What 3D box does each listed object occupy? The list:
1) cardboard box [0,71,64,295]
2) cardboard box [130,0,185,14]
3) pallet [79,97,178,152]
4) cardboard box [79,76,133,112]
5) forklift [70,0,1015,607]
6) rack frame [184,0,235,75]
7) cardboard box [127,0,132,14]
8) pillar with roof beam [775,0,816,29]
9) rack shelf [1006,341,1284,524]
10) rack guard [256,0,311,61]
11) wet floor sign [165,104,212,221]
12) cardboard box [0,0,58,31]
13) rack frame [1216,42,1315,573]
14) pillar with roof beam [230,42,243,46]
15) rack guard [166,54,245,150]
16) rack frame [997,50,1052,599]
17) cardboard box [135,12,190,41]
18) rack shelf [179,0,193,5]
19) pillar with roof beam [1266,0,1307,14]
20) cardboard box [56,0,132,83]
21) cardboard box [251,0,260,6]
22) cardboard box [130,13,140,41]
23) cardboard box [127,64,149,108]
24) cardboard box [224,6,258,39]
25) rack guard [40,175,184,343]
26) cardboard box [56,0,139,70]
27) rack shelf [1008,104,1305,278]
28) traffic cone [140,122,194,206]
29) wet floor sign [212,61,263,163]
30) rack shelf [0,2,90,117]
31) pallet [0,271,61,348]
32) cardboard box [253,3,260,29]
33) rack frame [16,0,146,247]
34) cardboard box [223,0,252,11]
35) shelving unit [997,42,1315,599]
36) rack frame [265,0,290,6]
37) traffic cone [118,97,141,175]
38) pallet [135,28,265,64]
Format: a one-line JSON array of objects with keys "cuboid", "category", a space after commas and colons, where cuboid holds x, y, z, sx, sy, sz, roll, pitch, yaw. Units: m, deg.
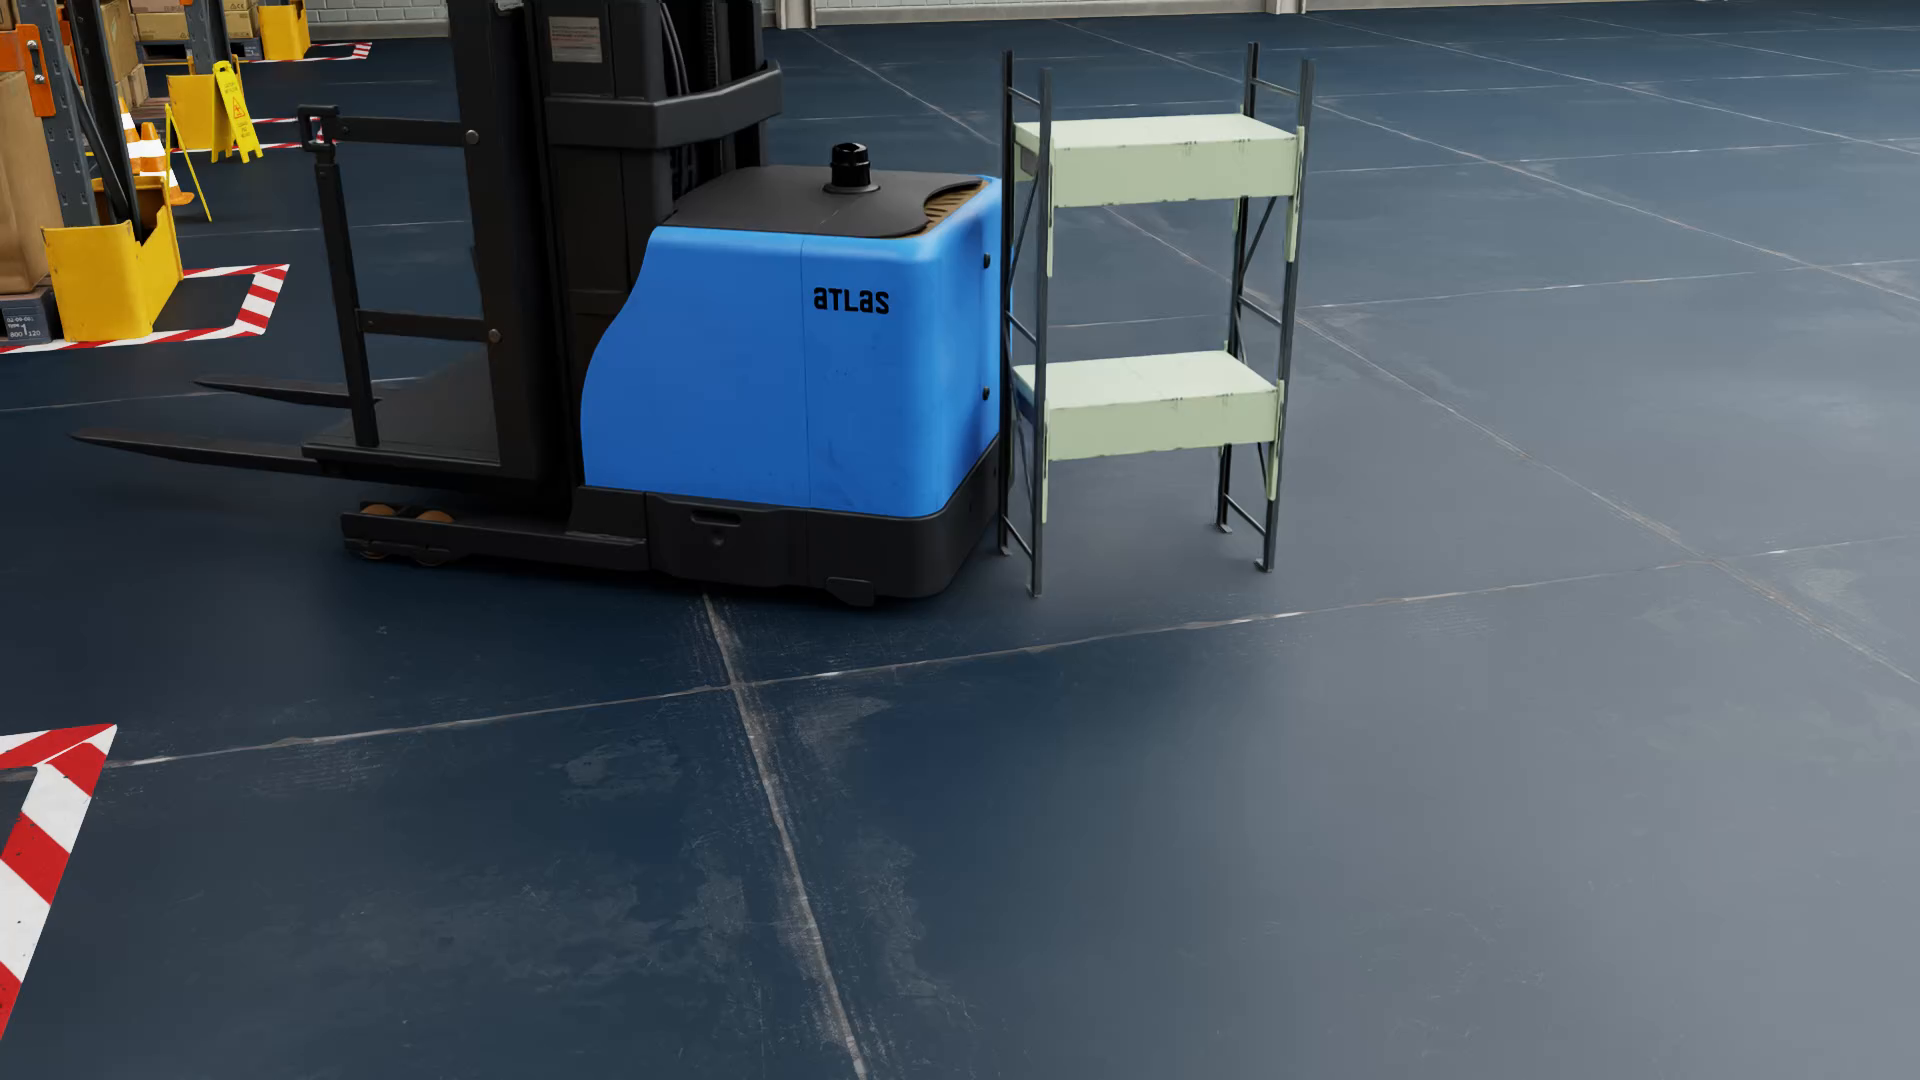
[{"cuboid": [-4.559, -1.589, 7.310, 0.875, 0.875, 0.875, -6, 24, -14], "category": "cardboard box"}, {"cuboid": [-7.573, -5.161, 15.795, 0.500, 0.250, 0.500, -7, 24, -15], "category": "cardboard box"}, {"cuboid": [-6.223, -2.975, 11.916, 1.213, 0.211, 1.003, -6, 24, -14], "category": "pallet"}, {"cuboid": [-6.087, -3.076, 11.570, 0.500, 0.250, 0.500, -6, 24, -15], "category": "cardboard box"}, {"cuboid": [-1.394, -1.460, 4.936, 3.031, 2.935, 1.130, 6, 24, 14], "category": "forklift"}, {"cuboid": [-5.358, -4.338, 11.556, 0.127, 3.000, 1.000, -6, 24, -14], "category": "rack frame"}, {"cuboid": [-8.064, -5.098, 15.648, 0.500, 0.250, 0.500, -7, 24, -16], "category": "cardboard box"}, {"cuboid": [-0.677, -8.252, 13.069, 0.400, 9.000, 9.100, -6, 24, -14], "category": "pillar with roof beam"}, {"cuboid": [0.532, -0.330, 4.945, 0.720, 0.370, 0.431, -6, 24, -13], "category": "rack shelf"}, {"cuboid": [-6.679, -5.076, 16.445, 0.348, 0.500, 1.175, -6, 24, -14], "category": "rack guard"}, {"cuboid": [-4.431, -2.142, 9.424, 0.232, 0.644, 0.267, -11, 25, -23], "category": "wet floor sign"}, {"cuboid": [-4.269, -2.482, 7.039, 0.550, 0.550, 0.875, -6, 24, -14], "category": "cardboard box"}, {"cuboid": [0.887, -0.666, 4.899, 0.023, 1.500, 0.400, -6, 24, -13], "category": "rack frame"}, {"cuboid": [-6.454, -7.613, 11.579, 0.400, 9.000, 9.100, -6, 24, -14], "category": "pillar with roof beam"}, {"cuboid": [-5.431, -3.181, 12.030, 0.348, 0.500, 1.175, -6, 24, -14], "category": "rack guard"}, {"cuboid": [0.178, -0.594, 4.733, 0.023, 1.500, 0.400, -6, 24, -13], "category": "rack frame"}, {"cuboid": [-7.551, -4.932, 15.895, 0.500, 0.250, 0.500, -6, 24, -14], "category": "cardboard box"}, {"cuboid": [-7.284, -3.794, 11.201, 4.000, 0.370, 1.077, -6, 24, -14], "category": "rack shelf"}, {"cuboid": [5.100, -8.891, 14.558, 0.400, 9.000, 9.100, -6, 24, -14], "category": "pillar with roof beam"}, {"cuboid": [-6.059, -3.428, 11.438, 0.500, 0.500, 0.500, -6, 24, -14], "category": "cardboard box"}, {"cuboid": [-7.211, -5.410, 16.374, 0.500, 0.250, 0.500, -6, 24, -13], "category": "cardboard box"}, {"cuboid": [-8.035, -4.882, 15.779, 0.500, 0.250, 0.500, -6, 24, -14], "category": "cardboard box"}, {"cuboid": [-6.210, -3.286, 12.059, 0.500, 0.250, 0.500, -7, 24, -15], "category": "cardboard box"}, {"cuboid": [-7.070, -4.981, 16.010, 0.500, 0.250, 0.500, -6, 24, -14], "category": "cardboard box"}, {"cuboid": [-3.901, -1.323, 7.700, 0.348, 0.500, 1.175, -6, 24, -14], "category": "rack guard"}, {"cuboid": [-6.232, -3.628, 11.905, 0.500, 0.500, 0.500, -7, 24, -16], "category": "cardboard box"}, {"cuboid": [0.532, -0.989, 4.662, 0.720, 0.370, 0.431, -6, 24, -13], "category": "rack shelf"}, {"cuboid": [-4.797, -2.251, 9.910, 0.334, 0.463, 0.336, -6, 24, -14], "category": "traffic cone"}, {"cuboid": [-4.886, -2.870, 11.120, 0.232, 0.644, 0.267, 2, 23, 4], "category": "wet floor sign"}, {"cuboid": [-5.849, -1.926, 6.846, 4.000, 0.370, 1.077, -6, 24, -14], "category": "rack shelf"}, {"cuboid": [-4.673, -1.073, 7.483, 1.213, 0.211, 1.003, -6, 24, -14], "category": "pallet"}, {"cuboid": [-7.228, -5.173, 16.457, 0.500, 0.250, 0.500, -6, 24, -14], "category": "cardboard box"}, {"cuboid": [-3.924, -2.469, 7.201, 0.127, 3.000, 1.000, -6, 24, -14], "category": "rack frame"}, {"cuboid": [-7.087, -5.211, 15.910, 0.500, 0.250, 0.500, -7, 24, -15], "category": "cardboard box"}, {"cuboid": [0.532, -0.630, 4.816, 0.755, 1.500, 0.431, -6, 24, -13], "category": "shelving unit"}, {"cuboid": [-6.703, -6.222, 15.947, 0.127, 3.000, 1.000, -6, 24, -14], "category": "rack frame"}, {"cuboid": [-5.424, -2.637, 10.808, 0.334, 0.463, 0.336, -6, 24, -14], "category": "traffic cone"}, {"cuboid": [-7.428, -4.843, 16.270, 1.213, 0.211, 1.003, -6, 24, -14], "category": "pallet"}]
